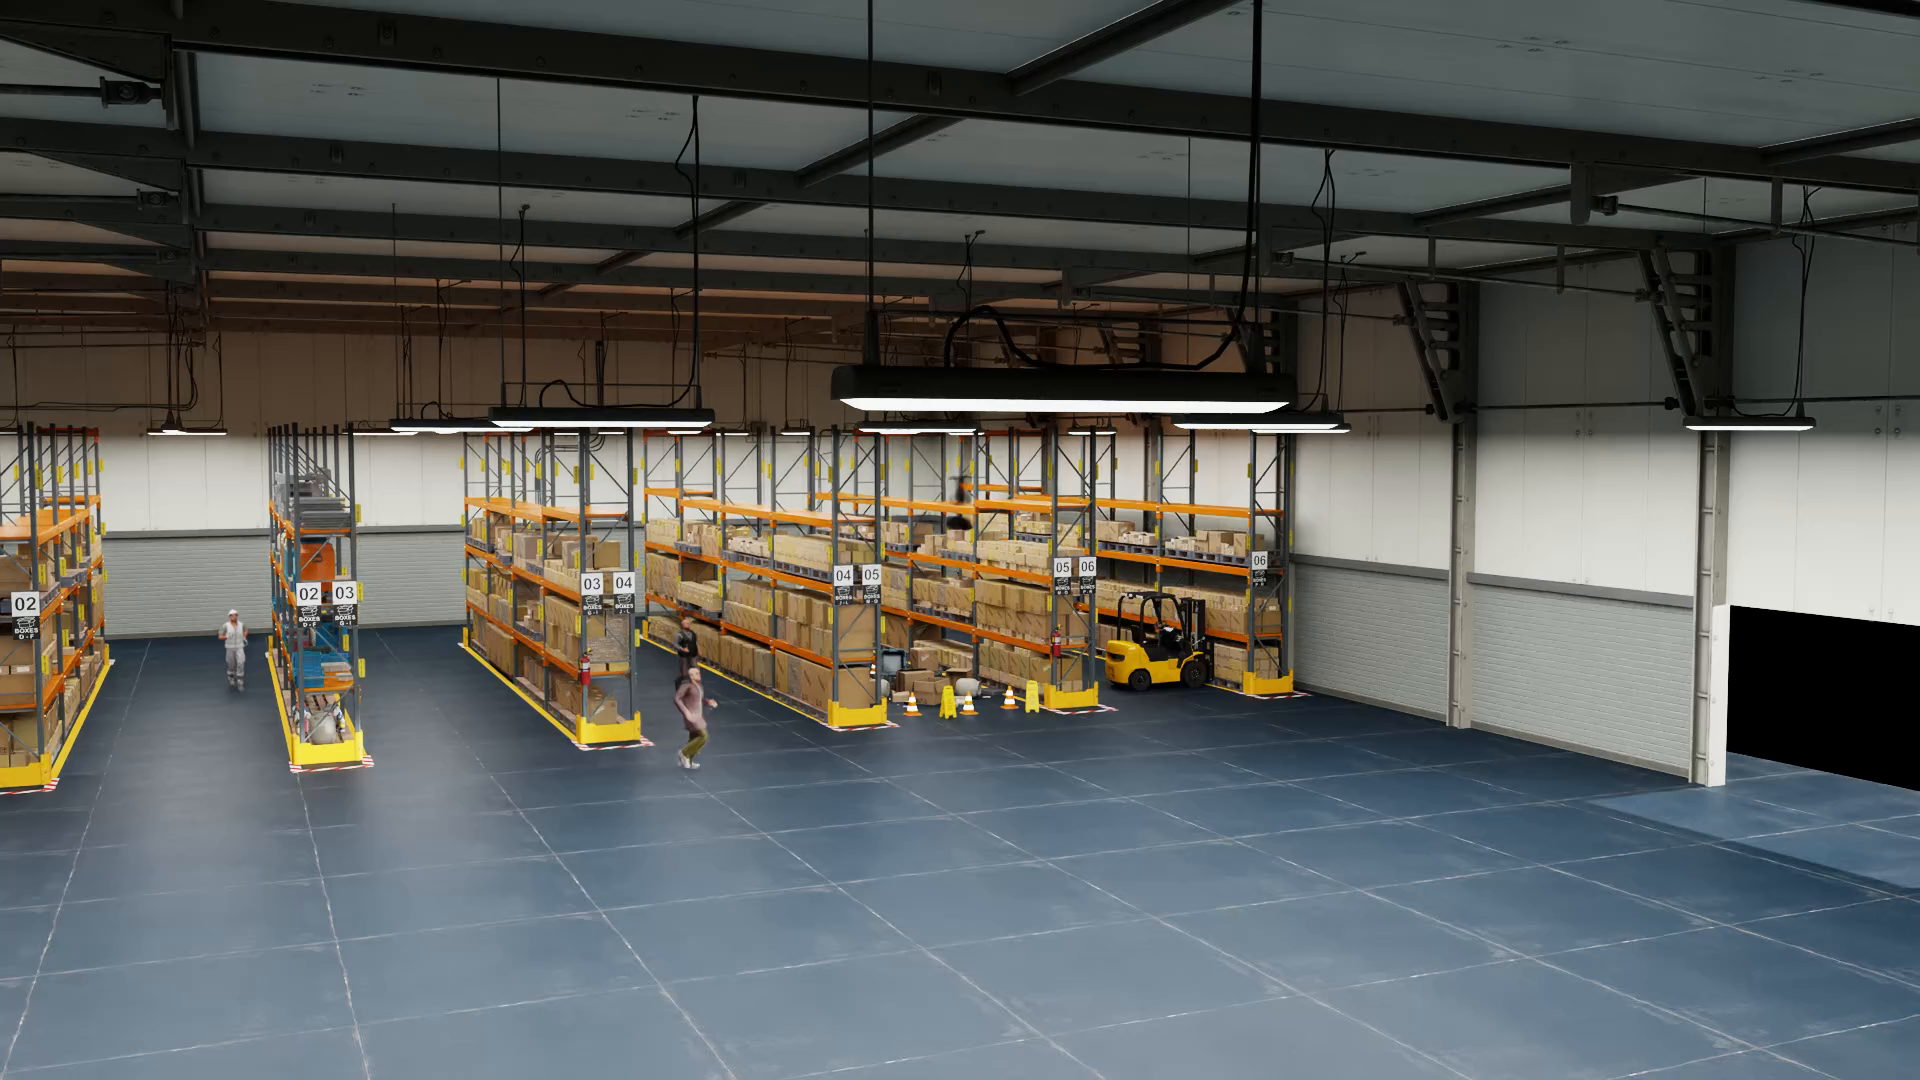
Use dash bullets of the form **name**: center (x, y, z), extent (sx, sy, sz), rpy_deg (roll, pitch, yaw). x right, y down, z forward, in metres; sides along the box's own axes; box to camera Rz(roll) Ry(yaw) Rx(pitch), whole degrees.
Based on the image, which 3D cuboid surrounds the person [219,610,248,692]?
- **person**: center (-16.514, 2.499, 37.839), extent (0.642, 1.829, 0.850), rpy_deg (-2, 4, -31)

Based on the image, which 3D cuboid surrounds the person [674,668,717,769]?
- **person**: center (-4.558, 3.083, 28.811), extent (0.665, 1.747, 0.687), rpy_deg (1, 4, 13)

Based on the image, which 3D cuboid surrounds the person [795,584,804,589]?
- **person**: center (-4.777, 1.743, 50.985), extent (0.774, 1.772, 0.730), rpy_deg (0, 3, -5)

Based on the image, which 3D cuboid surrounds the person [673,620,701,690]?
- **person**: center (-6.089, 2.614, 37.136), extent (0.669, 1.684, 0.760), rpy_deg (-3, 4, -36)
